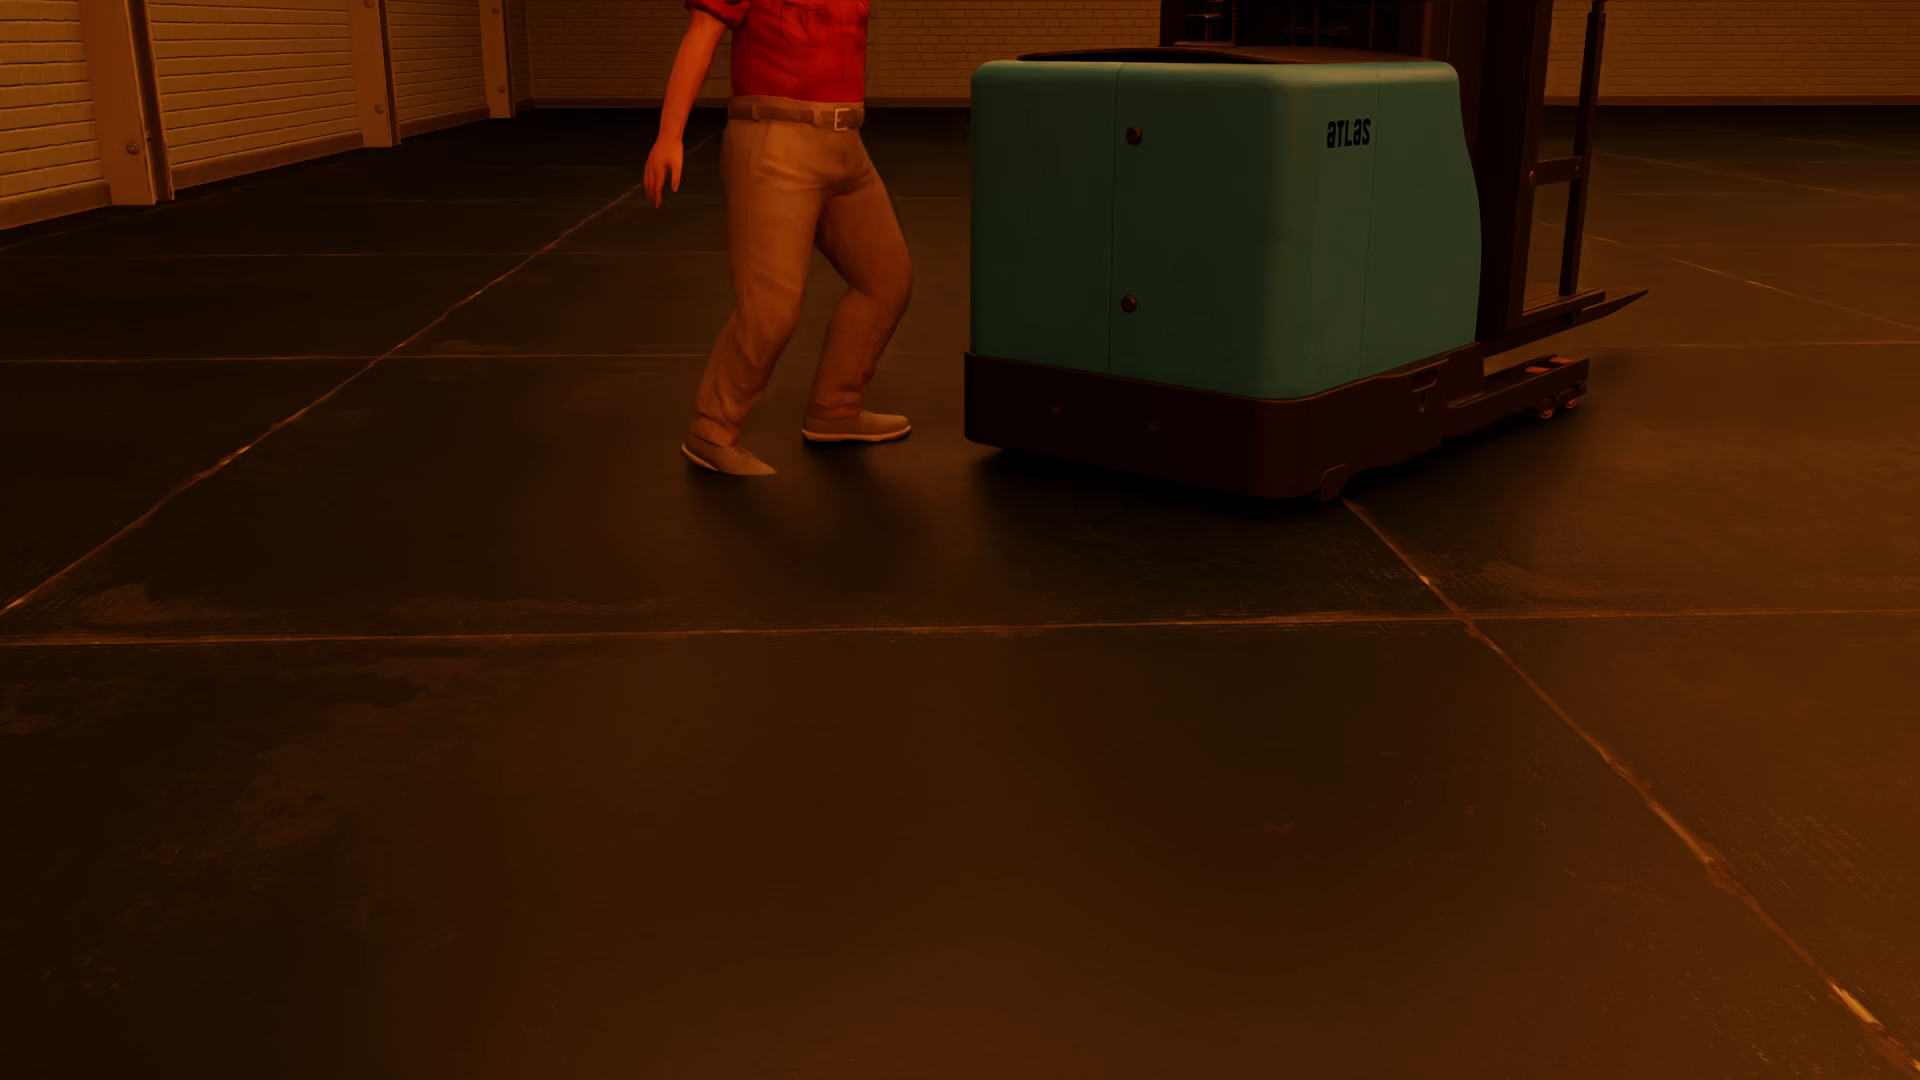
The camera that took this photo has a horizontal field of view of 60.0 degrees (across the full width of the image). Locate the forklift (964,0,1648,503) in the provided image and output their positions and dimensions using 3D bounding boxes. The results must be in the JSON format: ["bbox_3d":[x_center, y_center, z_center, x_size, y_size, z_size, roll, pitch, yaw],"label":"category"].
[{"bbox_3d":[1.347,-1.856,4.975,1.130,2.935,3.031,14,22,38],"label":"forklift"}]

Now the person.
[{"bbox_3d":[-0.478,-0.993,4.415,0.478,1.717,0.898,11,20,32],"label":"person"}]
